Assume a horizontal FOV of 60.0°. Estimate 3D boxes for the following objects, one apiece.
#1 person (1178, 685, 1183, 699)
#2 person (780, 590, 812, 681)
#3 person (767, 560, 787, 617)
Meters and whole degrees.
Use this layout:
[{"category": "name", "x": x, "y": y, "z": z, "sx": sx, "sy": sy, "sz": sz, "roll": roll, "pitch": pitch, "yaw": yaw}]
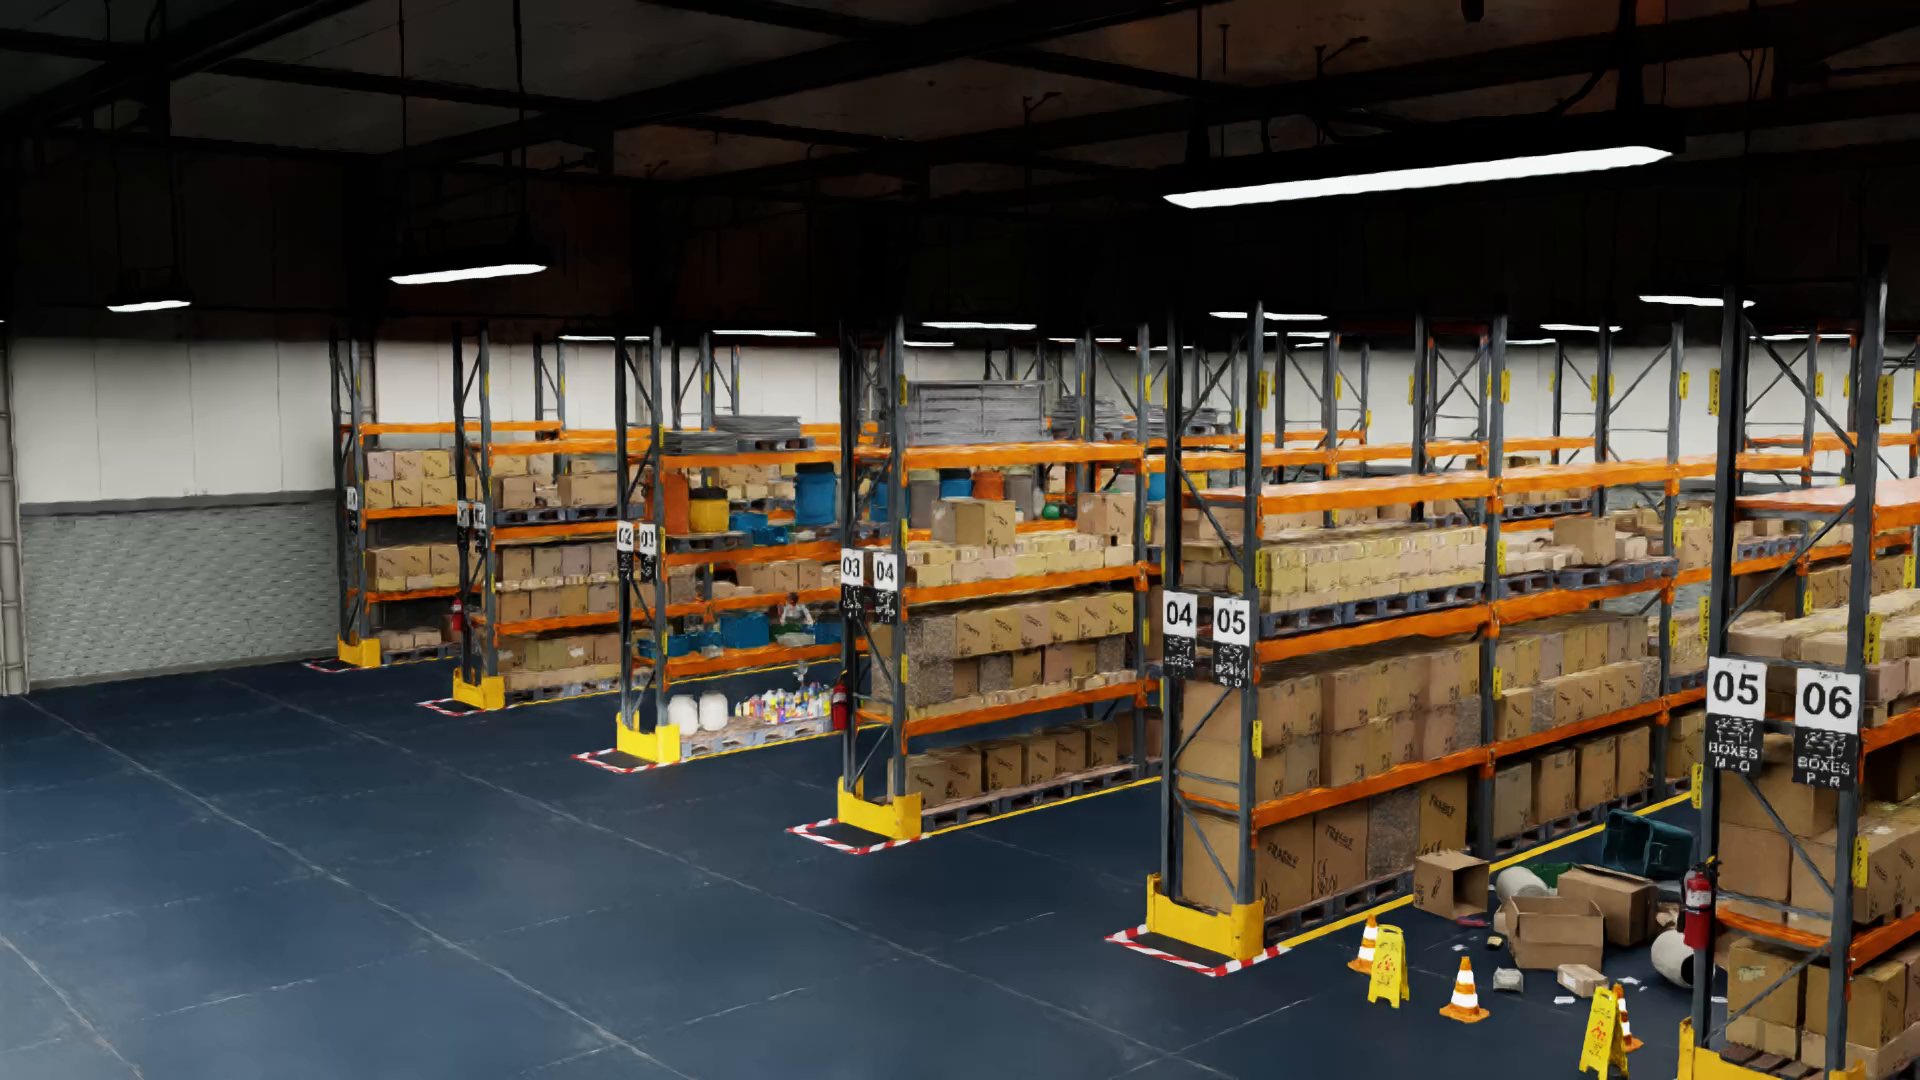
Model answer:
[{"category": "person", "x": 3.404, "y": 1.856, "z": 24.822, "sx": 0.546, "sy": 1.740, "sz": 0.678, "roll": -5, "pitch": 8, "yaw": -42}, {"category": "person", "x": -2.753, "y": 1.593, "z": 28.335, "sx": 0.554, "sy": 1.525, "sz": 0.786, "roll": 3, "pitch": 7, "yaw": 30}, {"category": "person", "x": -3.503, "y": 1.186, "z": 32.199, "sx": 0.502, "sy": 1.617, "sz": 0.598, "roll": -5, "pitch": 8, "yaw": -43}]
